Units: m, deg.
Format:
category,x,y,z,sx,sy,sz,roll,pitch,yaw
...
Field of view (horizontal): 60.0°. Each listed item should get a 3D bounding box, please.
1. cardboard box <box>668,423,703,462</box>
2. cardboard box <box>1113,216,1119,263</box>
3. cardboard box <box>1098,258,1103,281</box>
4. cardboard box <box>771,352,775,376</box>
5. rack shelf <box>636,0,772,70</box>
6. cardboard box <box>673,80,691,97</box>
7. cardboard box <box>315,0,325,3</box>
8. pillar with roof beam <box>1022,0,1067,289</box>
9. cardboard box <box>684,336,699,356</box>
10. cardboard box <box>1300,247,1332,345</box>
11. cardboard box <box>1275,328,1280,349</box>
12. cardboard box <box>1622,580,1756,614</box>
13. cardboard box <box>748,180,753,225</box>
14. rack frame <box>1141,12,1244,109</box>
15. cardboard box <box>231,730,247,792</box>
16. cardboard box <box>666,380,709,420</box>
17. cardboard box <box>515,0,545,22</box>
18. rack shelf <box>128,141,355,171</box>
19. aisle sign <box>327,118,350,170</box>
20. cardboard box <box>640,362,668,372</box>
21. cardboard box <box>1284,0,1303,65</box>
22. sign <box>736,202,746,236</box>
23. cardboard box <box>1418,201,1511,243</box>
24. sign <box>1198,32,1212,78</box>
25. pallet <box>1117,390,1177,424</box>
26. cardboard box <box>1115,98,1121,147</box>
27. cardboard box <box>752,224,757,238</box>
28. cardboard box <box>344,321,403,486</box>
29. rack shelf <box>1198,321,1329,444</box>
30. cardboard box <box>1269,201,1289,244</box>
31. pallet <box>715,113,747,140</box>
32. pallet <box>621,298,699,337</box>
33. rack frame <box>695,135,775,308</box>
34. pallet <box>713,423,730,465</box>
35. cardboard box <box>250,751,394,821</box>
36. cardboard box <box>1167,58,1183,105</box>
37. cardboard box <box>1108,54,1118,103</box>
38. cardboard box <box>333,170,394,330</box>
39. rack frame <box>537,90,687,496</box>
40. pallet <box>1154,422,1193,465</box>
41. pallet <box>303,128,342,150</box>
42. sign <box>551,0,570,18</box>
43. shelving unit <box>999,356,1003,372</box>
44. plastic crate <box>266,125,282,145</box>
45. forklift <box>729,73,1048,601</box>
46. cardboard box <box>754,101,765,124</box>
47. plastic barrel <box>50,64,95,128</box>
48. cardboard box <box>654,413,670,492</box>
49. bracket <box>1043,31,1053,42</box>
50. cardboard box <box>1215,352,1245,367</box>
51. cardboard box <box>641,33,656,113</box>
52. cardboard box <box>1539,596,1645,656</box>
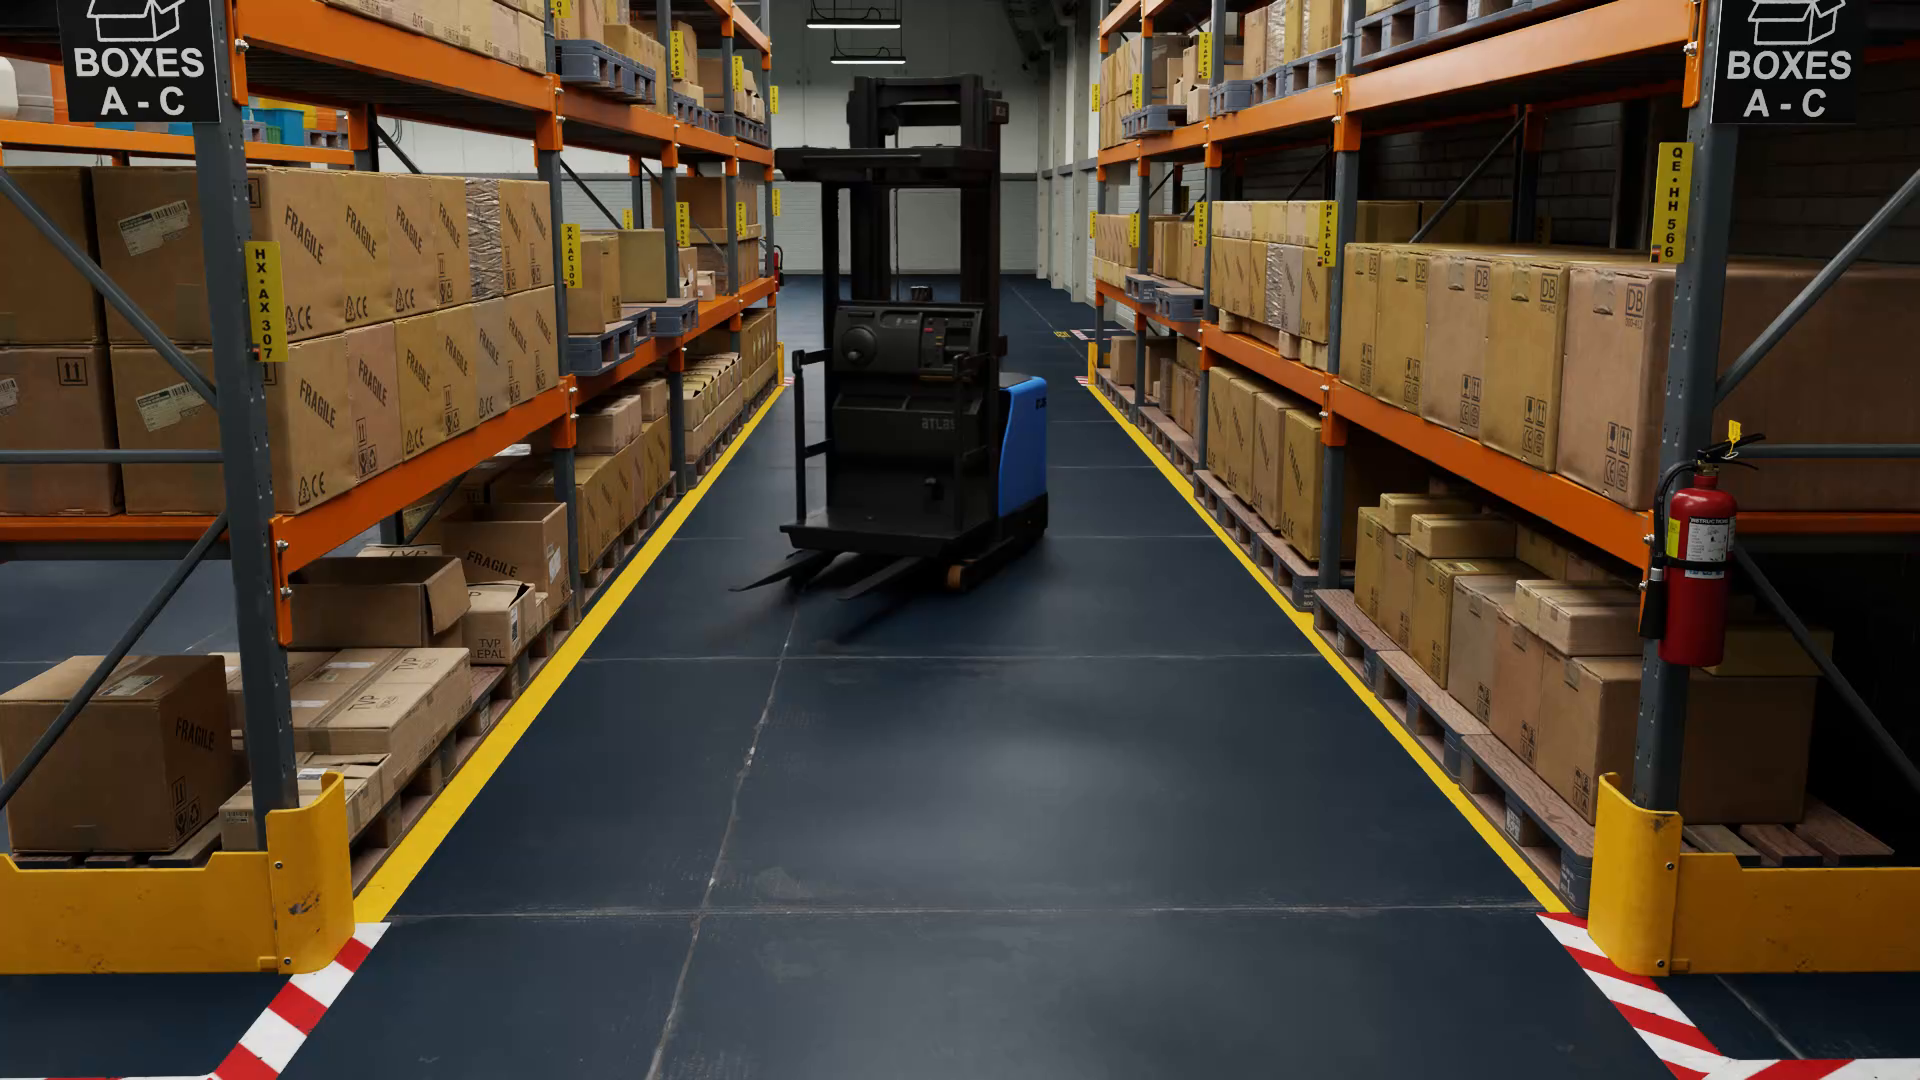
category,x,y,z,sx,sy,sz,roll,pitch,yaw
cardboard box,-2.324,-0.778,13.210,0.500,0.250,0.500,0,11,-1
cardboard box,1.928,-3.227,17.860,0.500,0.500,0.500,-1,11,-3
cardboard box,1.898,-3.161,19.422,0.500,0.250,0.500,-1,11,-3
cardboard box,-2.444,-2.058,19.520,0.500,0.250,0.500,0,11,-1
rack shelf,-2.731,-5.399,17.853,1.077,0.370,4.000,0,11,-1
cardboard box,-2.672,-3.980,14.911,0.500,0.250,0.500,-1,12,-7
cardboard box,-2.198,-1.724,4.846,0.500,0.250,0.500,0,11,-1
pillar with roof beam,-1.740,-10.984,42.566,9.100,9.000,0.548,0,11,-1
cardboard box,-2.916,-2.026,17.476,0.500,0.500,0.500,0,11,-1
cardboard box,2.167,-1.336,9.050,0.500,0.500,0.500,0,11,-2
cardboard box,2.156,-1.246,10.238,0.380,0.149,0.250,-1,11,-3
cardboard box,2.588,0.240,5.929,0.380,0.149,0.250,0,11,-1
cardboard box,-2.758,-3.882,19.134,0.700,0.500,0.500,-1,11,-3
rack frame,2.263,-5.571,15.886,1.000,3.000,0.127,0,11,-1
cardboard box,-2.618,0.761,5.785,0.380,0.166,0.250,0,11,-1
cardboard box,-2.344,-1.157,13.669,0.500,0.311,0.500,-1,11,-3
cardboard box,-2.243,-2.565,7.736,0.500,0.250,0.500,0,11,-1
rack shelf,-7.683,-4.105,18.015,1.077,0.370,4.000,0,11,-1
aisle sign,-7.429,-4.675,20.019,0.394,0.787,0.004,0,11,-1
cardboard box,-2.913,-1.457,15.147,0.500,0.311,0.500,-1,11,-3
cardboard box,2.475,-3.259,10.677,0.700,0.500,0.500,0,11,2
sign,-2.147,-3.143,16.292,0.100,0.325,0.005,0,11,-1
cardboard box,2.679,-1.705,8.984,0.500,0.250,0.500,0,11,1
sign,1.803,-3.557,12.205,0.100,0.325,0.005,0,11,-1
pallet,2.214,-1.398,17.417,1.003,0.211,1.213,0,11,-1
cardboard box,1.960,-4.571,18.199,0.500,0.500,0.500,0,11,2
cardboard box,-2.562,-3.594,19.346,0.380,0.149,0.250,0,11,-2
cardboard box,-2.203,-0.465,5.556,0.500,0.500,0.500,0,11,-2
rack shelf,2.387,-1.086,10.675,1.077,0.370,4.000,0,11,-1
cardboard box,2.151,-1.908,9.981,0.500,0.250,0.500,0,11,0
pallet,-2.733,-4.206,16.924,1.003,0.211,1.213,0,11,-1
pallet,-2.523,-1.586,11.816,1.213,0.211,1.003,0,11,-1
rack frame,-2.772,-3.405,20.298,1.000,3.000,0.127,0,11,-1
pallet,-2.607,-0.854,14.736,1.003,0.211,1.213,0,11,-1
cardboard box,-2.112,0.814,5.521,0.380,0.166,0.250,0,11,-1
cardboard box,2.194,-4.247,15.595,0.500,0.500,0.500,1,12,7
cardboard box,1.927,-5.166,18.615,0.500,0.500,0.500,0,11,0
cardboard box,-2.206,-0.957,5.463,0.500,0.500,0.500,0,11,-1
rack frame,-2.607,-1.815,12.459,1.000,3.000,0.127,0,11,-1
pallet,2.309,-0.866,14.799,1.003,0.211,1.213,0,11,-1
pallet,-7.805,-4.598,19.109,1.003,0.211,1.213,0,11,-1
sign,-1.982,-2.747,8.209,0.100,0.325,0.005,0,11,-1
shelving unit,0.148,-0.676,11.375,0.258,1.200,0.189,4,12,19
plastic crate,-7.402,-4.271,17.556,0.336,0.188,0.450,0,11,-1
forklift,-0.385,-1.222,9.709,1.130,2.935,3.031,4,12,19
cardboard box,-2.485,-4.848,18.836,0.500,0.250,0.500,0,11,-1
plastic barrel,-7.373,-3.770,13.472,0.600,0.830,0.708,0,11,-1
cardboard box,-2.353,-0.620,11.752,0.500,0.500,0.500,0,11,1
bracket,2.217,-12.681,41.881,0.235,0.232,0.430,0,11,-1
cardboard box,2.329,-1.450,13.958,0.500,0.250,0.500,0,11,0
cardboard box,-2.554,-3.146,11.225,0.910,0.500,0.500,0,11,-1
cardboard box,2.212,0.292,5.673,0.380,0.149,0.250,0,11,-2
